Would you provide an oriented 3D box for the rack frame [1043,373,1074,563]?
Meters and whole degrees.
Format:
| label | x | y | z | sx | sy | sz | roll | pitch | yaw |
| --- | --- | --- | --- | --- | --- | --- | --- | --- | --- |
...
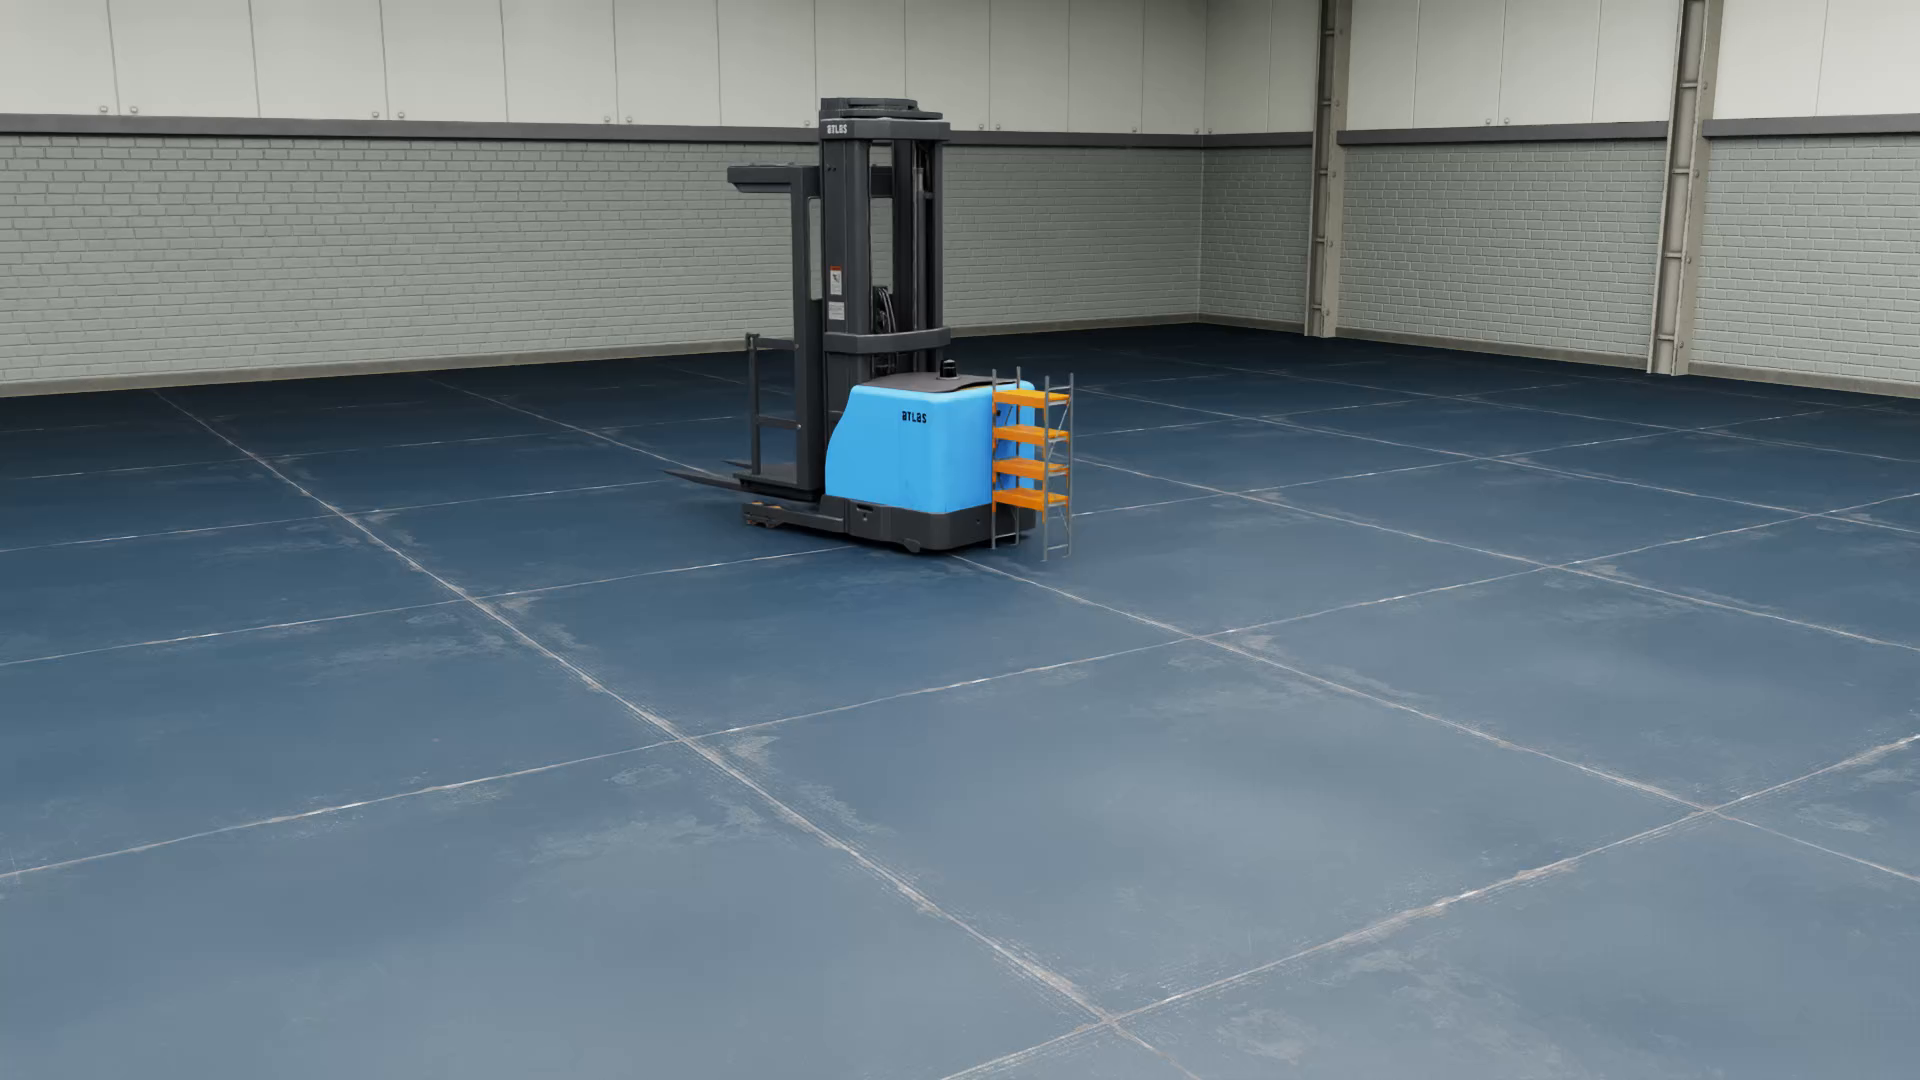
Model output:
| label | x | y | z | sx | sy | sz | roll | pitch | yaw |
| --- | --- | --- | --- | --- | --- | --- | --- | --- | --- |
| rack frame | 0.630 | -0.459 | 10.652 | 0.240 | 1.200 | 0.015 | -11 | 16 | -41 |

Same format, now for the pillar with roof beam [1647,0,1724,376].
| label | x | y | z | sx | sy | sz | roll | pitch | yaw |
| --- | --- | --- | --- | --- | --- | --- | --- | --- | --- |
| pillar with roof beam | 5.341 | -5.988 | 17.679 | 9.100 | 9.000 | 0.400 | -8 | 15 | -33 |

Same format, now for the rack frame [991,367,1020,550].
| label | x | y | z | sx | sy | sz | roll | pitch | yaw |
| --- | --- | --- | --- | --- | --- | --- | --- | --- | --- |
| rack frame | 0.303 | -0.536 | 11.006 | 0.240 | 1.200 | 0.015 | -11 | 16 | -41 |

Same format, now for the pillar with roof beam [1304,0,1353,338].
| label | x | y | z | sx | sy | sz | roll | pitch | yaw |
| --- | --- | --- | --- | --- | --- | --- | --- | --- | --- |
| pillar with roof beam | 2.016 | -7.055 | 22.559 | 9.100 | 9.000 | 0.400 | -8 | 15 | -33 |

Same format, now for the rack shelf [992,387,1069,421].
| label | x | y | z | sx | sy | sz | roll | pitch | yaw |
| --- | --- | --- | --- | --- | --- | --- | --- | --- | --- |
| rack shelf | 0.467 | -0.882 | 10.745 | 0.258 | 0.148 | 0.480 | -11 | 16 | -41 |

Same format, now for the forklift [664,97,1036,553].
| label | x | y | z | sx | sy | sz | roll | pitch | yaw |
| --- | --- | --- | --- | --- | --- | --- | --- | --- | --- |
| forklift | -0.919 | -1.585 | 11.749 | 3.031 | 2.935 | 1.130 | 11 | 16 | 40 |

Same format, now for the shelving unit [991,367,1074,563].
| label | x | y | z | sx | sy | sz | roll | pitch | yaw |
| --- | --- | --- | --- | --- | --- | --- | --- | --- | --- |
| shelving unit | 0.467 | -0.498 | 10.829 | 0.258 | 1.200 | 0.503 | -11 | 16 | -41 |

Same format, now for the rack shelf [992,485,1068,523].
| label | x | y | z | sx | sy | sz | roll | pitch | yaw |
| --- | --- | --- | --- | --- | --- | --- | --- | --- | --- |
| rack shelf | 0.467 | -0.238 | 10.886 | 0.258 | 0.148 | 0.480 | -11 | 16 | -41 |

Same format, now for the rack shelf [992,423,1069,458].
| label | x | y | z | sx | sy | sz | roll | pitch | yaw |
| --- | --- | --- | --- | --- | --- | --- | --- | --- | --- |
| rack shelf | 0.467 | -0.650 | 10.795 | 0.258 | 0.148 | 0.480 | -11 | 16 | -41 |

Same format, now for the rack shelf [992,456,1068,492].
| label | x | y | z | sx | sy | sz | roll | pitch | yaw |
| --- | --- | --- | --- | --- | --- | --- | --- | --- | --- |
| rack shelf | 0.467 | -0.432 | 10.843 | 0.258 | 0.148 | 0.480 | -11 | 16 | -41 |
